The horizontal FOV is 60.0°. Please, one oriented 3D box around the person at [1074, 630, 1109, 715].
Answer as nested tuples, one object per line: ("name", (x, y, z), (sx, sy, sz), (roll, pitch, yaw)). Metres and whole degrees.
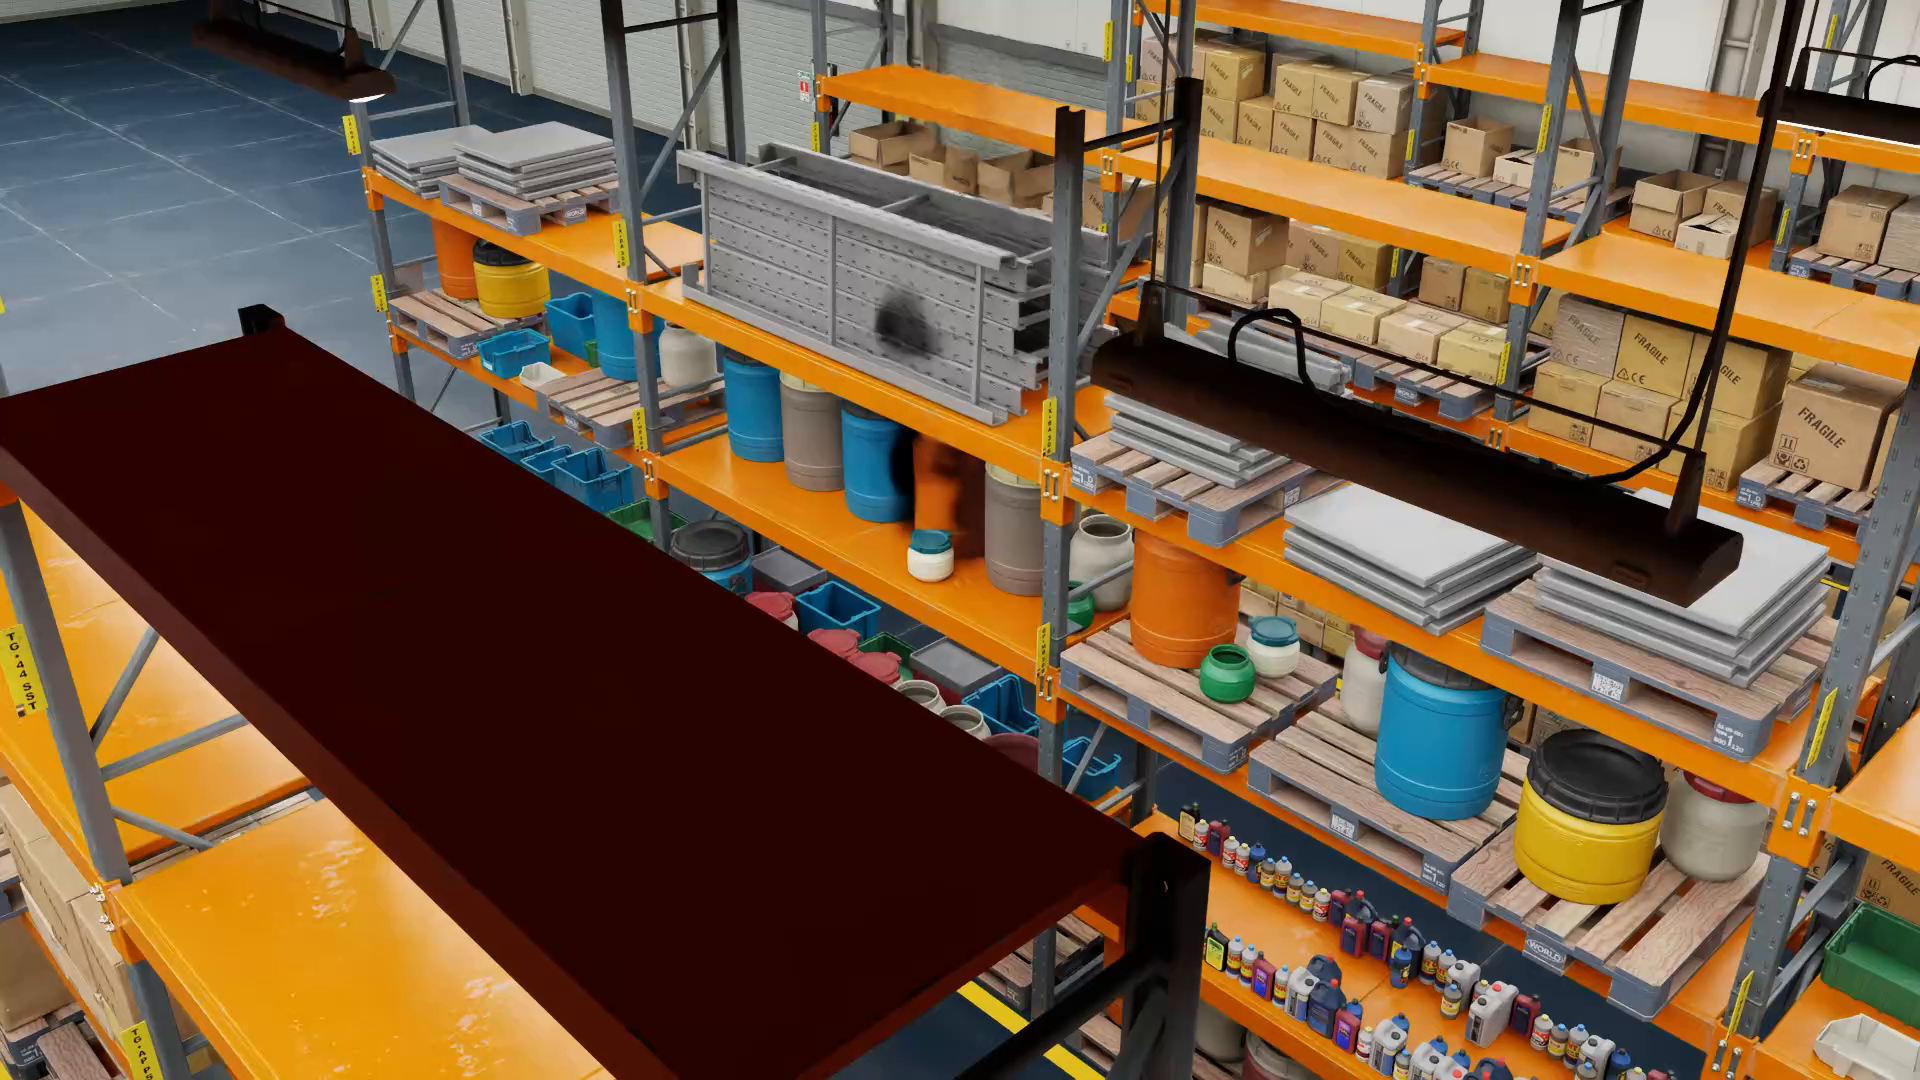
("person", (1.012, 0.678, 13.819), (0.573, 1.662, 0.576), (21, 35, 34))
